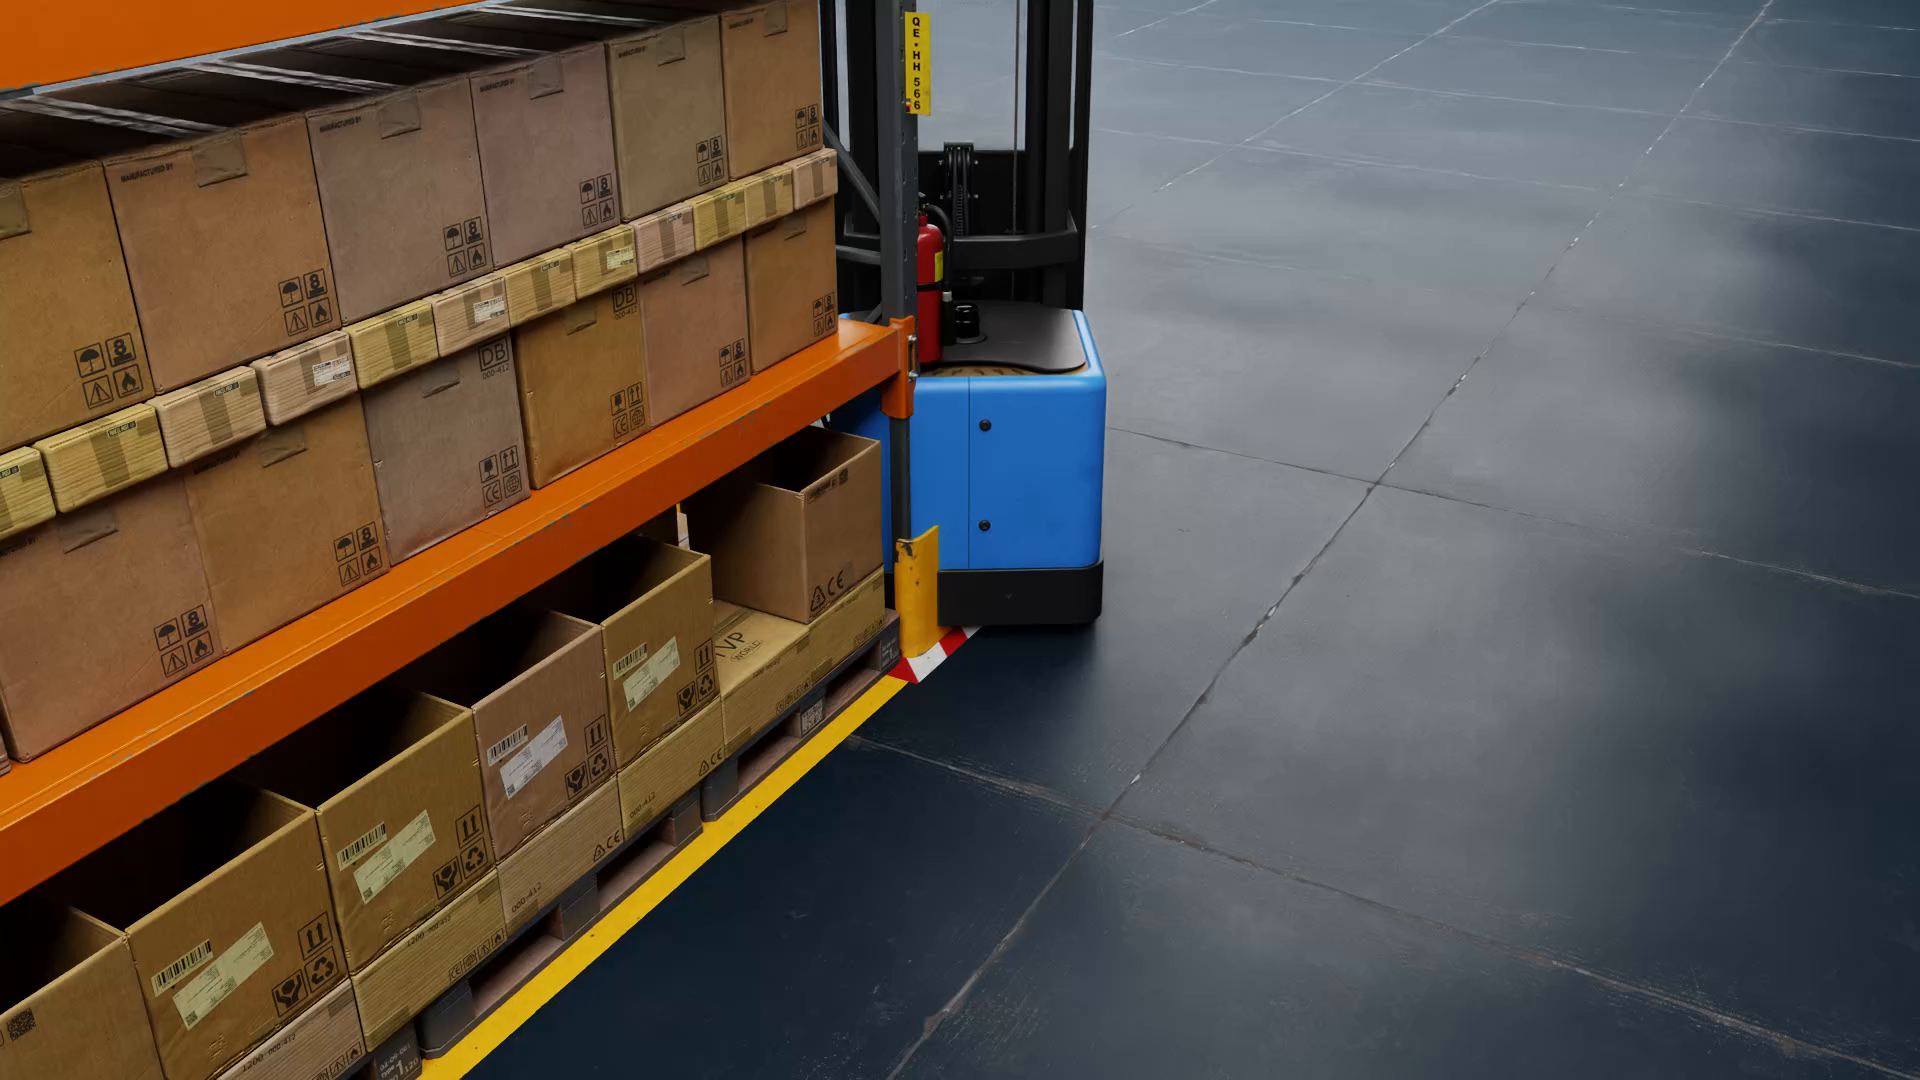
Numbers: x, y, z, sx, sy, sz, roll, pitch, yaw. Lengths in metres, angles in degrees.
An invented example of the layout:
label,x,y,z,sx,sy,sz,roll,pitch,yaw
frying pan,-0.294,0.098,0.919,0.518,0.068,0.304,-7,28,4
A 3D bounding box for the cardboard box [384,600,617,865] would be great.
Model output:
label,x,y,z,sx,sy,sz,roll,pitch,yaw
cardboard box,-1.337,0.503,4.660,0.500,0.500,0.500,14,30,26

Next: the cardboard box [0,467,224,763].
label,x,y,z,sx,sy,sz,roll,pitch,yaw
cardboard box,-2.108,0.067,3.653,0.700,0.500,0.500,14,30,26

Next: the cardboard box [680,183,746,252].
label,x,y,z,sx,sy,sz,roll,pitch,yaw
cardboard box,-0.882,-1.008,5.076,0.380,0.149,0.250,14,30,25

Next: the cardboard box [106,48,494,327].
label,x,y,z,sx,sy,sz,roll,pitch,yaw
cardboard box,-1.621,-0.893,4.122,0.700,0.500,0.500,14,30,26

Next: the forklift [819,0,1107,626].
label,x,y,z,sx,sy,sz,roll,pitch,yaw
forklift,-0.024,-1.591,7.155,1.130,2.935,3.031,-1,27,-2

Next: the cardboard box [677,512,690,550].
label,x,y,z,sx,sy,sz,roll,pitch,yaw
cardboard box,-1.064,0.136,6.230,0.500,0.250,0.500,14,30,26

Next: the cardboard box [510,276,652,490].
label,x,y,z,sx,sy,sz,roll,pitch,yaw
cardboard box,-1.351,-0.533,4.853,0.700,0.500,0.500,14,30,26

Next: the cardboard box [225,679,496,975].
label,x,y,z,sx,sy,sz,roll,pitch,yaw
cardboard box,-1.582,0.698,4.269,0.500,0.500,0.500,14,30,26

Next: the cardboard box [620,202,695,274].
label,x,y,z,sx,sy,sz,roll,pitch,yaw
cardboard box,-1.007,-0.910,4.881,0.380,0.149,0.250,15,30,27

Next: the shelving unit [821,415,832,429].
label,x,y,z,sx,sy,sz,roll,pitch,yaw
shelving unit,-0.270,-0.190,6.361,0.258,0.900,0.210,-8,33,15

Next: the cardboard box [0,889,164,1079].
label,x,y,z,sx,sy,sz,roll,pitch,yaw
cardboard box,-2.073,1.088,3.491,0.500,0.500,0.500,14,30,26

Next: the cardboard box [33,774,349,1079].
label,x,y,z,sx,sy,sz,roll,pitch,yaw
cardboard box,-1.834,0.891,3.884,0.500,0.500,0.500,14,30,26

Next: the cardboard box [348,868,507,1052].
label,x,y,z,sx,sy,sz,roll,pitch,yaw
cardboard box,-1.581,1.033,4.437,0.500,0.250,0.500,14,30,26

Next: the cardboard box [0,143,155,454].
label,x,y,z,sx,sy,sz,roll,pitch,yaw
cardboard box,-2.114,-0.503,3.343,0.700,0.500,0.500,14,30,26

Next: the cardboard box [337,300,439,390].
label,x,y,z,sx,sy,sz,roll,pitch,yaw
cardboard box,-1.514,-0.508,4.078,0.380,0.149,0.250,14,30,26

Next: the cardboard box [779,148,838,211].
label,x,y,z,sx,sy,sz,roll,pitch,yaw
cardboard box,-0.628,-1.210,5.479,0.380,0.149,0.250,14,30,25

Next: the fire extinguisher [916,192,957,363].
label,x,y,z,sx,sy,sz,roll,pitch,yaw
fire extinguisher,-0.144,-0.975,5.933,0.296,0.674,0.183,14,30,26

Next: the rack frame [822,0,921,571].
label,x,y,z,sx,sy,sz,roll,pitch,yaw
rack frame,-0.606,-1.066,6.028,1.000,3.000,0.127,14,30,26

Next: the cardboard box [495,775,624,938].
label,x,y,z,sx,sy,sz,roll,pitch,yaw
cardboard box,-1.340,0.837,4.829,0.500,0.250,0.500,14,30,26

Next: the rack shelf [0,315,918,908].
label,x,y,z,sx,sy,sz,roll,pitch,yaw
rack shelf,-1.590,0.035,4.632,1.077,0.370,4.000,14,30,26

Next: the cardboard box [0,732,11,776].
label,x,y,z,sx,sy,sz,roll,pitch,yaw
cardboard box,-2.361,0.274,3.240,0.700,0.500,0.500,13,30,25

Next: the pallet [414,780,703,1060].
label,x,y,z,sx,sy,sz,roll,pitch,yaw
pallet,-1.547,0.962,5.092,1.003,0.211,1.213,14,30,26

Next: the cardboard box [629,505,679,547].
label,x,y,z,sx,sy,sz,roll,pitch,yaw
cardboard box,-1.308,-0.004,5.672,0.500,0.500,0.500,14,30,26

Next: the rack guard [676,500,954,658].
label,x,y,z,sx,sy,sz,roll,pitch,yaw
rack guard,-0.595,0.043,6.606,1.175,0.500,0.348,14,30,26

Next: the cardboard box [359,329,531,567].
label,x,y,z,sx,sy,sz,roll,pitch,yaw
cardboard box,-1.606,-0.327,4.441,0.700,0.500,0.500,15,30,28

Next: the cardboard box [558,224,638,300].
label,x,y,z,sx,sy,sz,roll,pitch,yaw
cardboard box,-1.136,-0.808,4.676,0.380,0.149,0.250,15,30,28

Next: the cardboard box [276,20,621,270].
label,x,y,z,sx,sy,sz,roll,pitch,yaw
cardboard box,-1.375,-1.088,4.512,0.700,0.500,0.500,14,30,26

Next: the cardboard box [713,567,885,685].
label,x,y,z,sx,sy,sz,roll,pitch,yaw
cardboard box,-0.613,0.250,6.002,0.500,0.250,0.500,14,30,26

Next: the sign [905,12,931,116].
label,x,y,z,sx,sy,sz,roll,pitch,yaw
sign,-0.141,-1.565,5.466,0.100,0.325,0.005,14,30,26

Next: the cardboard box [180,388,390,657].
label,x,y,z,sx,sy,sz,roll,pitch,yaw
cardboard box,-1.857,-0.128,4.042,0.700,0.500,0.500,15,30,27

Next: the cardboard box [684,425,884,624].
label,x,y,z,sx,sy,sz,roll,pitch,yaw
cardboard box,-0.611,-0.085,5.833,0.500,0.500,0.500,14,30,26

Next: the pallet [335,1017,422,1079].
label,x,y,z,sx,sy,sz,roll,pitch,yaw
pallet,-2.146,1.439,4.139,1.003,0.211,1.213,14,30,26

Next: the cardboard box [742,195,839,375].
label,x,y,z,sx,sy,sz,roll,pitch,yaw
cardboard box,-0.847,-0.931,5.648,0.700,0.500,0.500,14,30,26

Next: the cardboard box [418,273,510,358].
label,x,y,z,sx,sy,sz,roll,pitch,yaw
cardboard box,-1.390,-0.605,4.271,0.380,0.149,0.250,14,30,25

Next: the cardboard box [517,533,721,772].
label,x,y,z,sx,sy,sz,roll,pitch,yaw
cardboard box,-1.090,0.308,5.048,0.500,0.500,0.500,14,30,26

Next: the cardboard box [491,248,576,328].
label,x,y,z,sx,sy,sz,roll,pitch,yaw
cardboard box,-1.264,-0.705,4.470,0.380,0.149,0.250,15,30,27

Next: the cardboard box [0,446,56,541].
label,x,y,z,sx,sy,sz,roll,pitch,yaw
cardboard box,-2.024,-0.103,3.268,0.380,0.149,0.250,13,30,25

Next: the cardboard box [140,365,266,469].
label,x,y,z,sx,sy,sz,roll,pitch,yaw
cardboard box,-1.772,-0.302,3.666,0.380,0.149,0.250,13,29,24

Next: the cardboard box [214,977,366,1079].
label,x,y,z,sx,sy,sz,roll,pitch,yaw
cardboard box,-1.832,1.227,4.050,0.500,0.250,0.500,14,30,26

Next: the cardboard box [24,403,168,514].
label,x,y,z,sx,sy,sz,roll,pitch,yaw
cardboard box,-1.897,-0.205,3.472,0.380,0.149,0.250,14,30,26

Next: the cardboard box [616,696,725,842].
label,x,y,z,sx,sy,sz,roll,pitch,yaw
cardboard box,-1.093,0.643,5.217,0.500,0.250,0.500,14,30,26

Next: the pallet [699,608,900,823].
label,x,y,z,sx,sy,sz,roll,pitch,yaw
pallet,-0.946,0.488,6.038,1.003,0.211,1.213,14,30,26

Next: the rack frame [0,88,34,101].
label,x,y,z,sx,sy,sz,roll,pitch,yaw
rack frame,-4.917,-2.158,8.210,1.000,3.000,0.127,14,30,26

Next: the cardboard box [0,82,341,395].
label,x,y,z,sx,sy,sz,roll,pitch,yaw
cardboard box,-1.867,-0.698,3.733,0.700,0.500,0.500,14,30,26

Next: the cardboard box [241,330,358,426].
label,x,y,z,sx,sy,sz,roll,pitch,yaw
cardboard box,-1.643,-0.407,3.875,0.380,0.149,0.250,13,30,25

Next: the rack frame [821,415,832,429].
label,x,y,z,sx,sy,sz,roll,pitch,yaw
rack frame,-0.285,-0.132,6.279,0.240,0.900,0.006,-8,33,15

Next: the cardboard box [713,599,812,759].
label,x,y,z,sx,sy,sz,roll,pitch,yaw
cardboard box,-0.849,0.448,5.607,0.500,0.250,0.500,14,30,26

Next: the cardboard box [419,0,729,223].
label,x,y,z,sx,sy,sz,roll,pitch,yaw
cardboard box,-1.127,-1.285,4.904,0.700,0.500,0.500,13,30,25

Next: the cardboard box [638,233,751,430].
label,x,y,z,sx,sy,sz,roll,pitch,yaw
cardboard box,-1.101,-0.726,5.237,0.700,0.500,0.500,15,30,27

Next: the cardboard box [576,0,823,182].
label,x,y,z,sx,sy,sz,roll,pitch,yaw
cardboard box,-0.873,-1.491,5.316,0.700,0.500,0.500,14,30,26

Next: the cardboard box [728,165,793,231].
label,x,y,z,sx,sy,sz,roll,pitch,yaw
cardboard box,-0.756,-1.107,5.275,0.380,0.149,0.250,15,30,27
